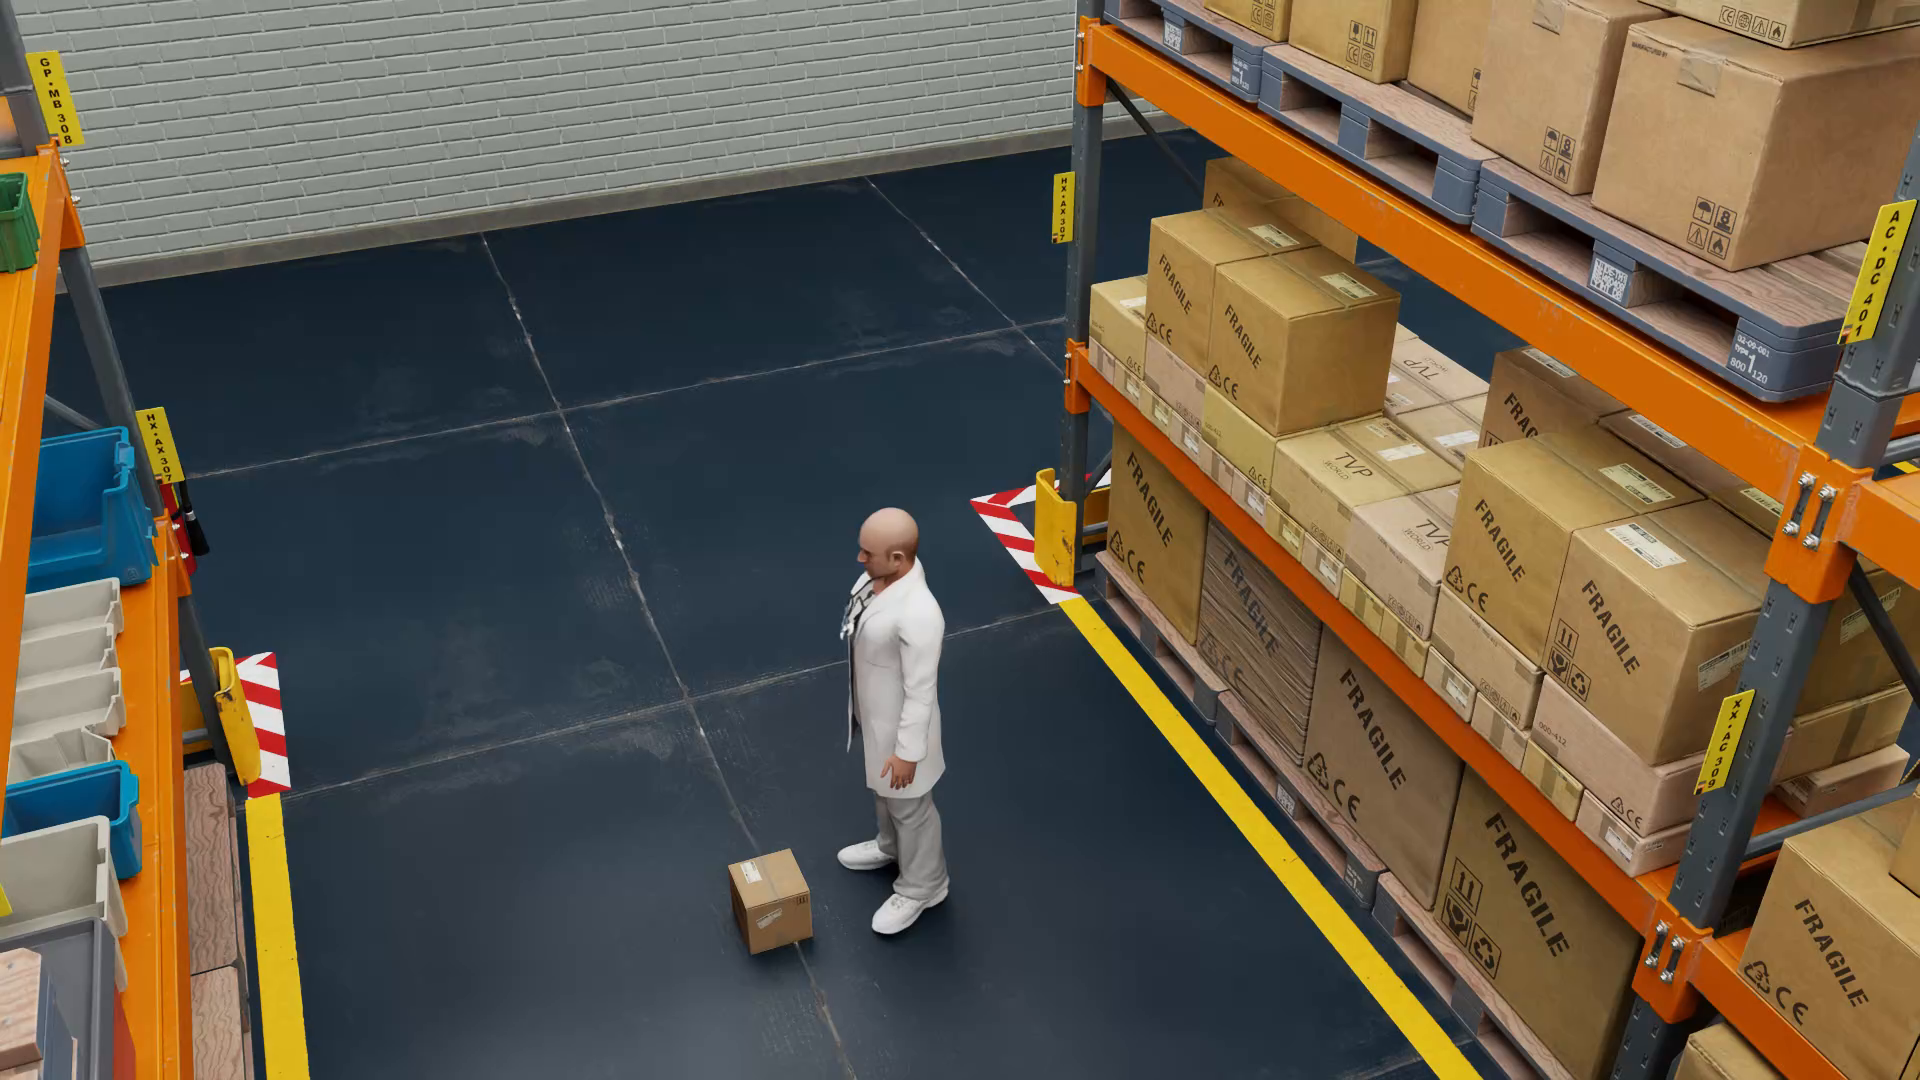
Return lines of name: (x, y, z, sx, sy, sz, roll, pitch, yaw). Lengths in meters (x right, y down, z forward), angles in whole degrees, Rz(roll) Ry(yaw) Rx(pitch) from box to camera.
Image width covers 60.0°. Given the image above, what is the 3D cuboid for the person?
person: (-0.243, 0.656, 6.139, 0.370, 1.782, 0.585, -11, 35, -17)
